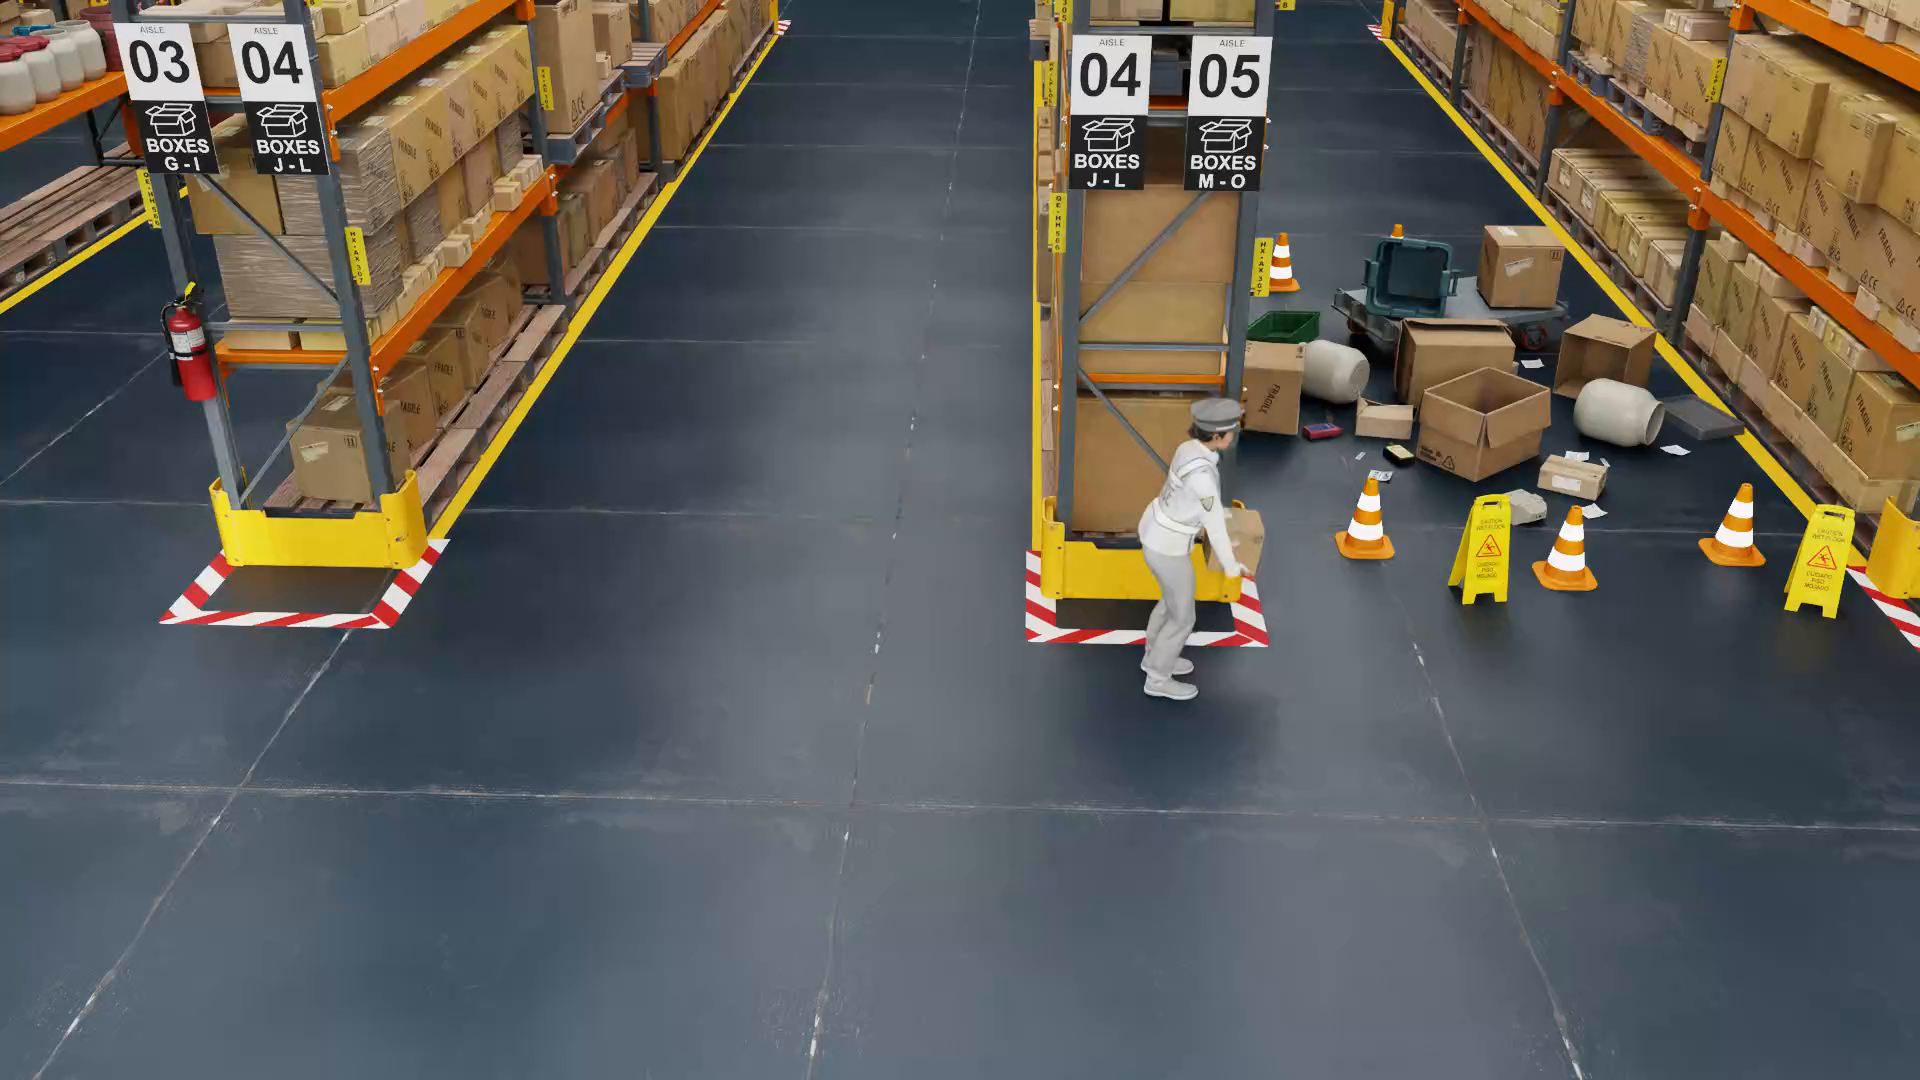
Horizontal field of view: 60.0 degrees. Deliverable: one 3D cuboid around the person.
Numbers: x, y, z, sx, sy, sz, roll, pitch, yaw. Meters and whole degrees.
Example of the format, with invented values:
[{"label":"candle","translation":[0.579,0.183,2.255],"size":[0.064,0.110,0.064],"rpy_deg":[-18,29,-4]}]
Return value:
[{"label":"person","translation":[1.197,0.045,8.582],"size":[0.561,1.631,0.414],"rpy_deg":[0,28,1]}]
